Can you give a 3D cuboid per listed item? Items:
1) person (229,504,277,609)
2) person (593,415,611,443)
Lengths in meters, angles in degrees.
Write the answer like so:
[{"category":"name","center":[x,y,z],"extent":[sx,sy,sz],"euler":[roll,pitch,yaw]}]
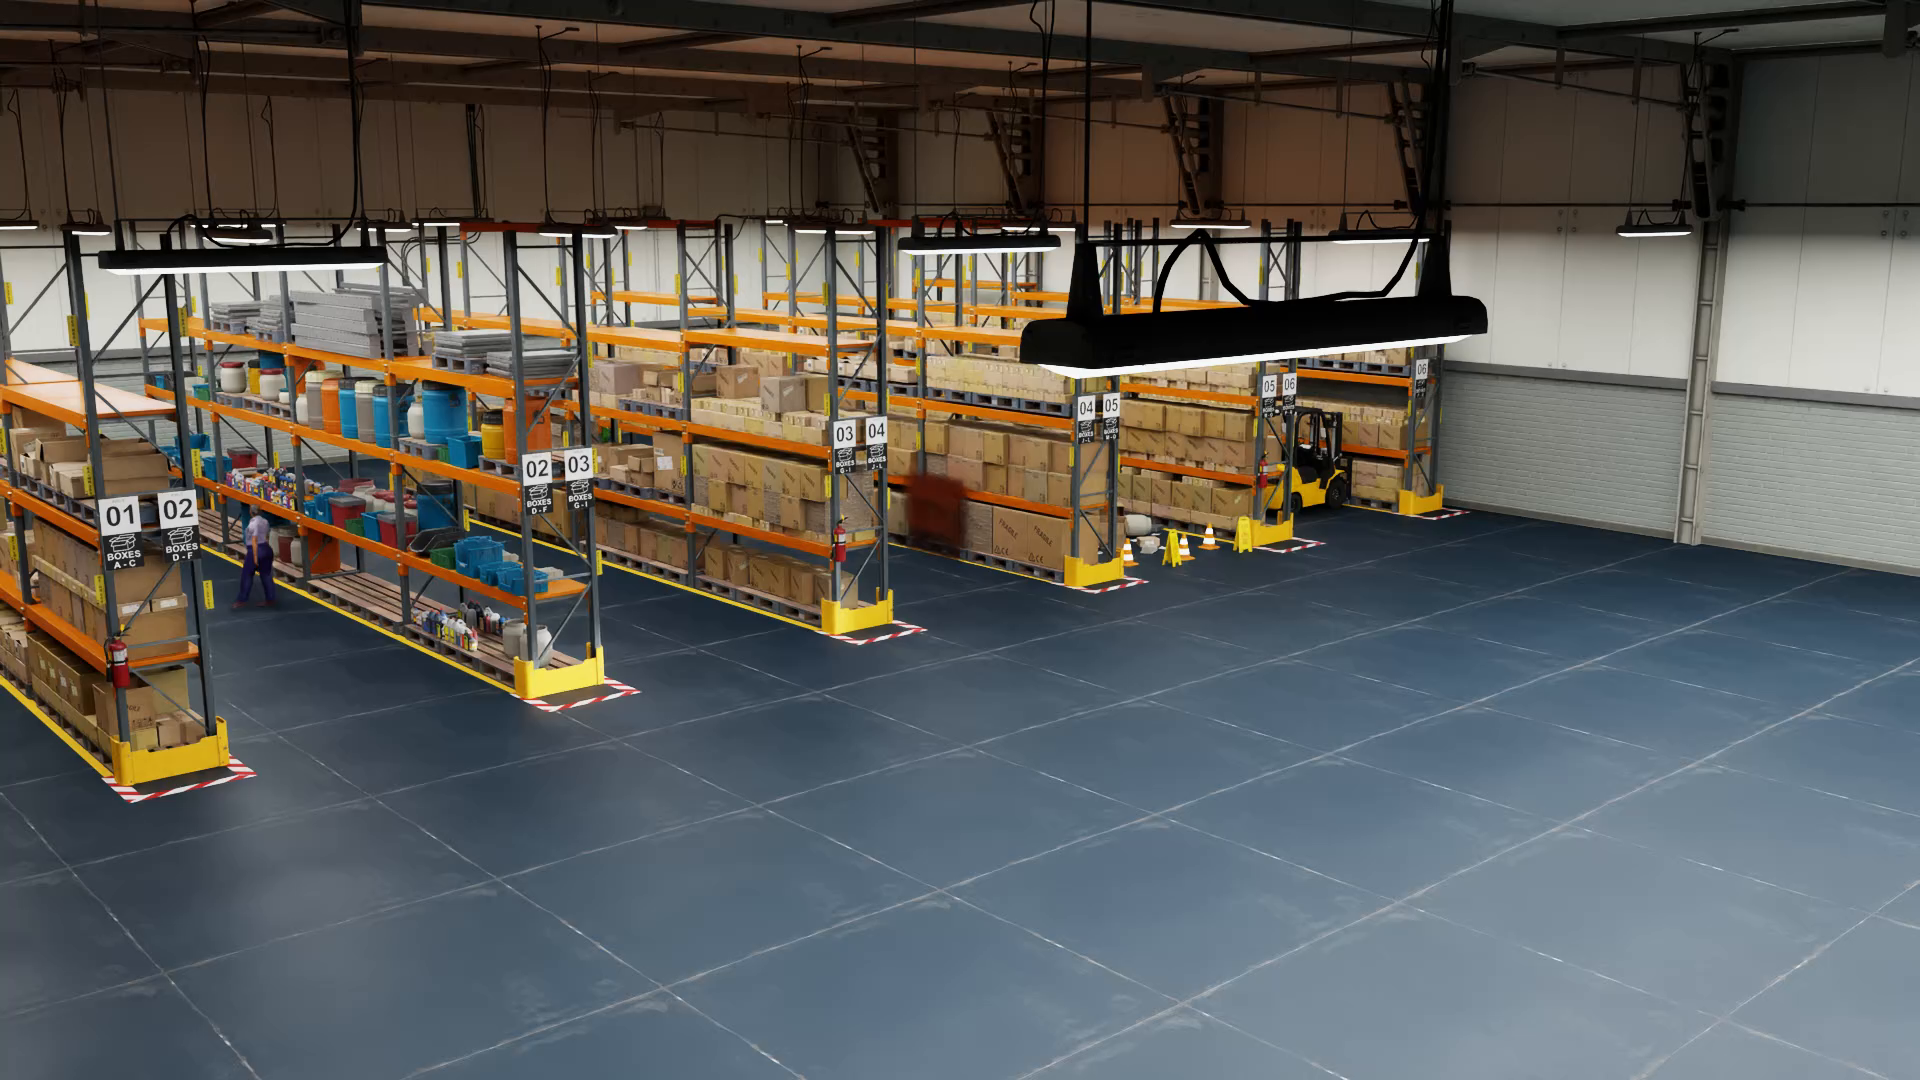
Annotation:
[{"category":"person","center":[-11.282,0.251,26.502],"extent":[0.585,1.656,0.667],"euler":[2,12,12]},{"category":"person","center":[-8.987,-2.890,41.545],"extent":[0.602,1.782,0.423],"euler":[5,13,25]}]
